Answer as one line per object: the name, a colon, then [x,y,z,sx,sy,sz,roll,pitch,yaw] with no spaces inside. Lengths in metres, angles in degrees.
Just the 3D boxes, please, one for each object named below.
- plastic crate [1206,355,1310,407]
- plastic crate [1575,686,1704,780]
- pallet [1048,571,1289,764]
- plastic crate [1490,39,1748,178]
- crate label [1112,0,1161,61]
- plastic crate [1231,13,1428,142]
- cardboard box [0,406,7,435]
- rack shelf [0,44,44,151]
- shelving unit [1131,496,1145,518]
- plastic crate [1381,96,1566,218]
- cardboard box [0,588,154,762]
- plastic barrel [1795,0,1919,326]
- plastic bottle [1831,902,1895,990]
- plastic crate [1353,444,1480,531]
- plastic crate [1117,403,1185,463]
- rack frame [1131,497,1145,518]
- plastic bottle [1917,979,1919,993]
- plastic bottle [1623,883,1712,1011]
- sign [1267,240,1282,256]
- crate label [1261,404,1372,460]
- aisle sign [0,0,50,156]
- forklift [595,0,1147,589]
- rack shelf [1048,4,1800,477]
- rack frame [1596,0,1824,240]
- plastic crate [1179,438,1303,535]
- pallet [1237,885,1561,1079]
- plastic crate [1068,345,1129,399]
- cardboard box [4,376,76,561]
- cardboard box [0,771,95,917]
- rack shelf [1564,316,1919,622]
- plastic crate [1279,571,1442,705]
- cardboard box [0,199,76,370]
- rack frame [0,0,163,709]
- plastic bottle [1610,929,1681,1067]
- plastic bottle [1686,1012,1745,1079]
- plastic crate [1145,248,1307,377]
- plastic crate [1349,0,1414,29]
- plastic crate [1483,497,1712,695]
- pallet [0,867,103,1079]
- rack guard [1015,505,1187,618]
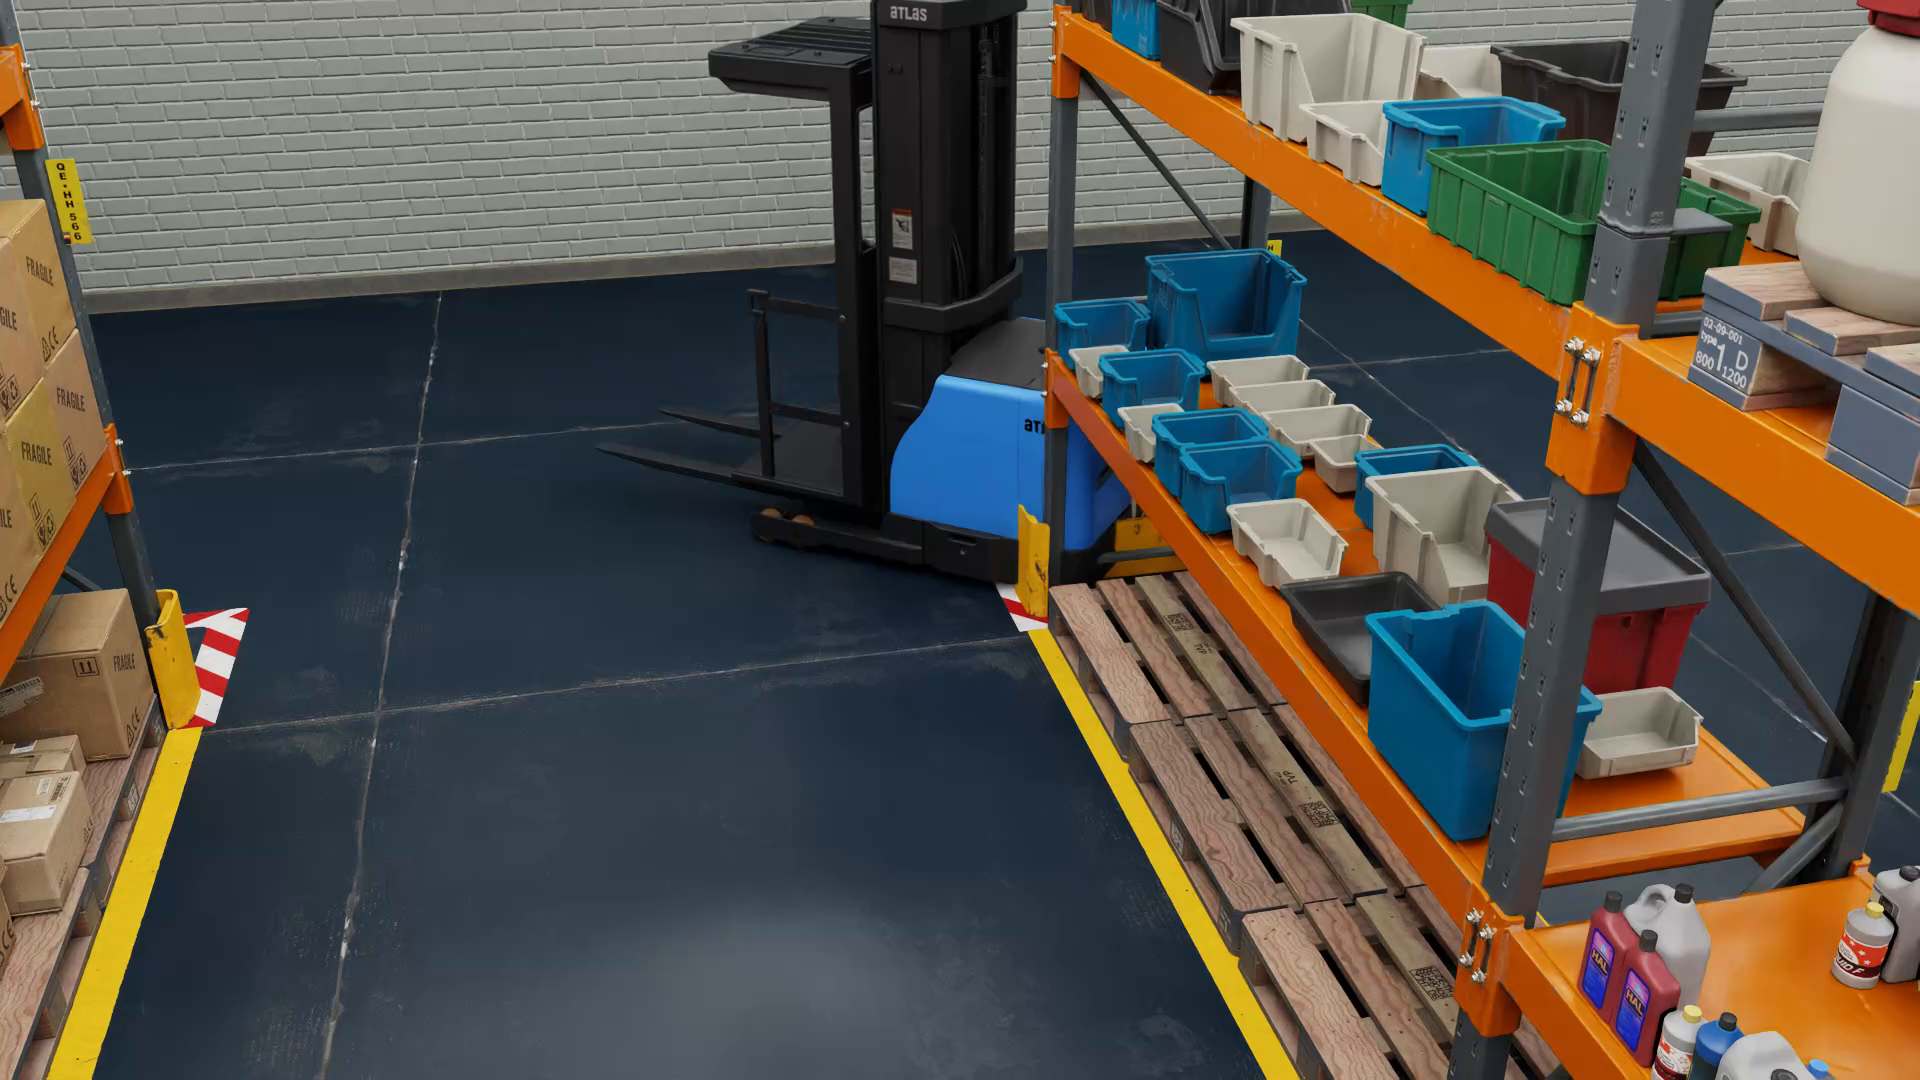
plastic crate: [1.248,-0.653,6.942,0.396,0.136,0.243,-6,27,-12]
plastic crate: [1.824,0.544,4.569,0.396,0.136,0.243,-6,27,-12]
pallet: [1.036,0.527,7.472,1.003,0.211,1.213,-6,27,-12]
plastic crate: [1.776,-1.182,4.579,0.497,0.269,0.590,-6,27,-12]
crate label: [0.781,-1.919,6.059,0.408,0.251,0.502,-6,27,-12]
plastic crate: [1.087,-1.366,4.930,0.437,0.282,0.530,-6,27,-12]
cardboard box: [-3.335,-0.457,5.106,0.500,0.500,0.500,-5,27,-10]
rack shelf: [-3.488,-0.723,4.322,1.077,0.370,4.000,-6,27,-12]
shelving unit: [1.074,-0.536,8.385,0.258,1.200,0.503,14,38,22]
plastic crate: [1.273,-0.960,4.179,0.416,0.233,0.300,-6,27,-12]
cardboard box: [-3.576,0.551,6.616,0.500,0.500,0.500,-6,27,-12]
plastic barrel: [1.664,-0.659,2.780,0.433,0.535,0.433,0,27,0]
plastic bottle: [2.076,0.922,3.815,0.097,0.201,0.097,0,27,0]
plastic crate: [1.600,-0.160,5.858,0.416,0.233,0.300,-6,27,-12]
plastic crate: [0.767,-0.404,6.448,0.250,0.136,0.298,-6,27,-12]
rack frame: [0.969,-0.408,8.205,0.240,1.200,0.015,14,38,22]
plastic bottle: [2.246,0.949,3.761,0.097,0.201,0.097,0,27,0]
plastic bottle: [1.562,0.899,3.694,0.144,0.351,0.185,-6,27,-12]
sign: [1.420,-1.220,7.657,0.100,0.325,0.005,-6,27,-12]
crate label: [1.386,-0.405,6.449,0.396,0.136,0.243,-6,27,-12]
aisle sign: [-3.656,-1.804,6.111,0.394,0.787,0.004,-6,27,-12]
forklift: [-0.534,-1.466,8.403,3.031,2.935,1.130,12,29,23]
rack shelf: [1.339,-1.224,5.315,1.077,0.370,4.000,-6,27,-12]
rack frame: [1.789,-2.006,2.738,1.000,3.000,0.127,-6,27,-12]
plastic crate: [0.987,-0.184,5.906,0.416,0.233,0.300,-6,27,-12]
pallet: [1.586,1.598,5.350,1.003,0.211,1.213,-6,27,-12]
plastic crate: [0.614,-0.702,7.038,0.250,0.136,0.298,-6,27,-12]
cardboard box: [-3.452,-0.231,5.767,0.500,0.500,0.500,-6,27,-11]
cardboard box: [-3.392,1.082,5.840,0.500,0.250,0.500,-6,27,-12]
rack shelf: [2.240,0.532,1.836,1.077,0.370,4.000,-6,27,-12]
plastic crate: [1.275,0.304,5.057,0.437,0.125,0.590,-6,27,-12]
cardboard box: [-3.571,-0.906,5.996,0.500,0.500,0.500,-6,27,-12]
rack frame: [-3.939,-0.583,6.575,1.000,3.000,0.127,-6,27,-12]
plastic bottle: [1.486,0.987,3.595,0.061,0.283,0.133,-6,27,-12]
plastic bottle: [1.552,1.084,3.416,0.097,0.271,0.097,0,27,0]
plastic crate: [1.145,-0.998,7.293,0.616,0.435,0.499,-6,27,-12]
plastic crate: [1.388,-1.924,6.140,0.450,0.188,0.336,-6,27,-12]
plastic crate: [1.832,0.199,4.889,0.402,0.464,0.583,-6,27,-12]
pallet: [-3.470,1.580,5.385,1.003,0.211,1.213,-6,27,-12]
rack guard: [0.870,0.023,8.150,1.175,0.500,0.348,-6,27,-12]
